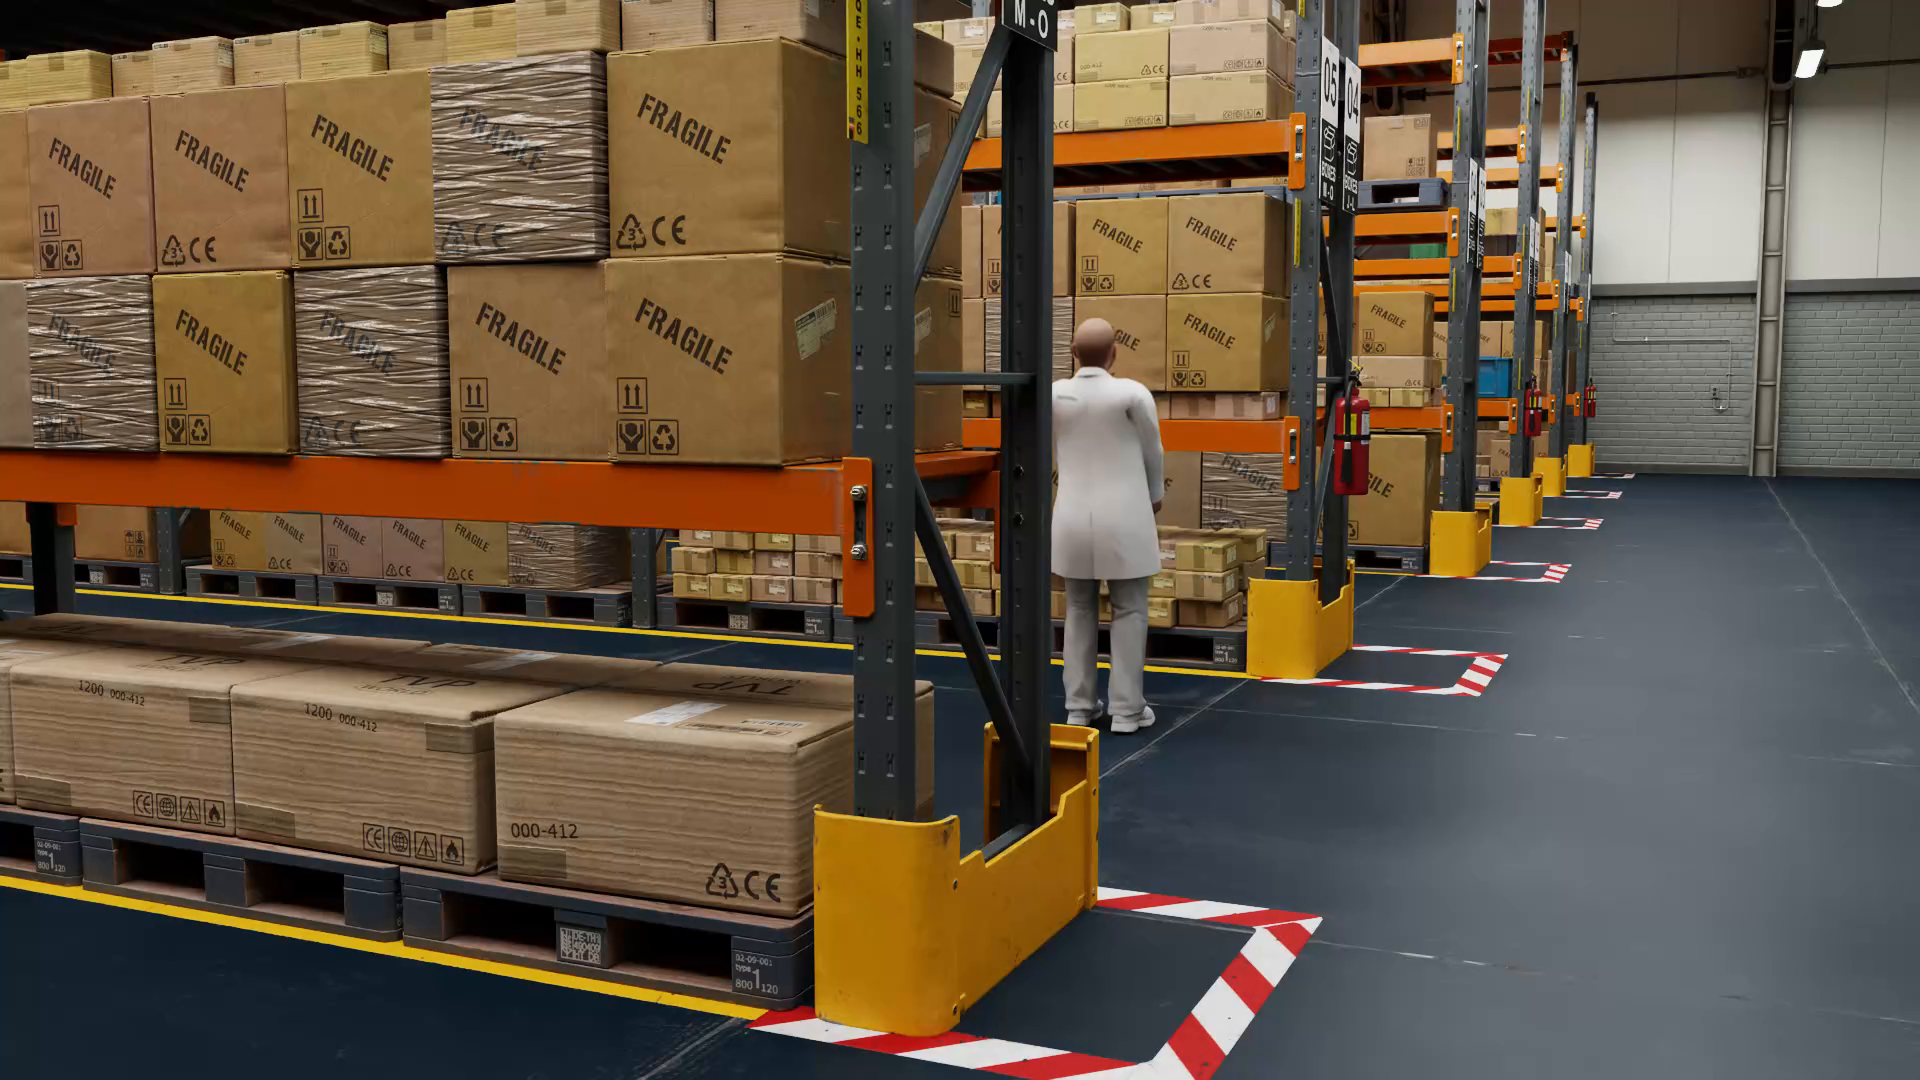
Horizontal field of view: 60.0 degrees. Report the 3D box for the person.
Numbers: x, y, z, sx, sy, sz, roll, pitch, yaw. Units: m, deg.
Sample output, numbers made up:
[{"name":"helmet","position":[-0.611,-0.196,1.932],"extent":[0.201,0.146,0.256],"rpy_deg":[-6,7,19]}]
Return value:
[{"name":"person","position":[-2.748,-0.811,15.021],"extent":[13.168,1.775,11.876],"rpy_deg":[2,6,24]}]
